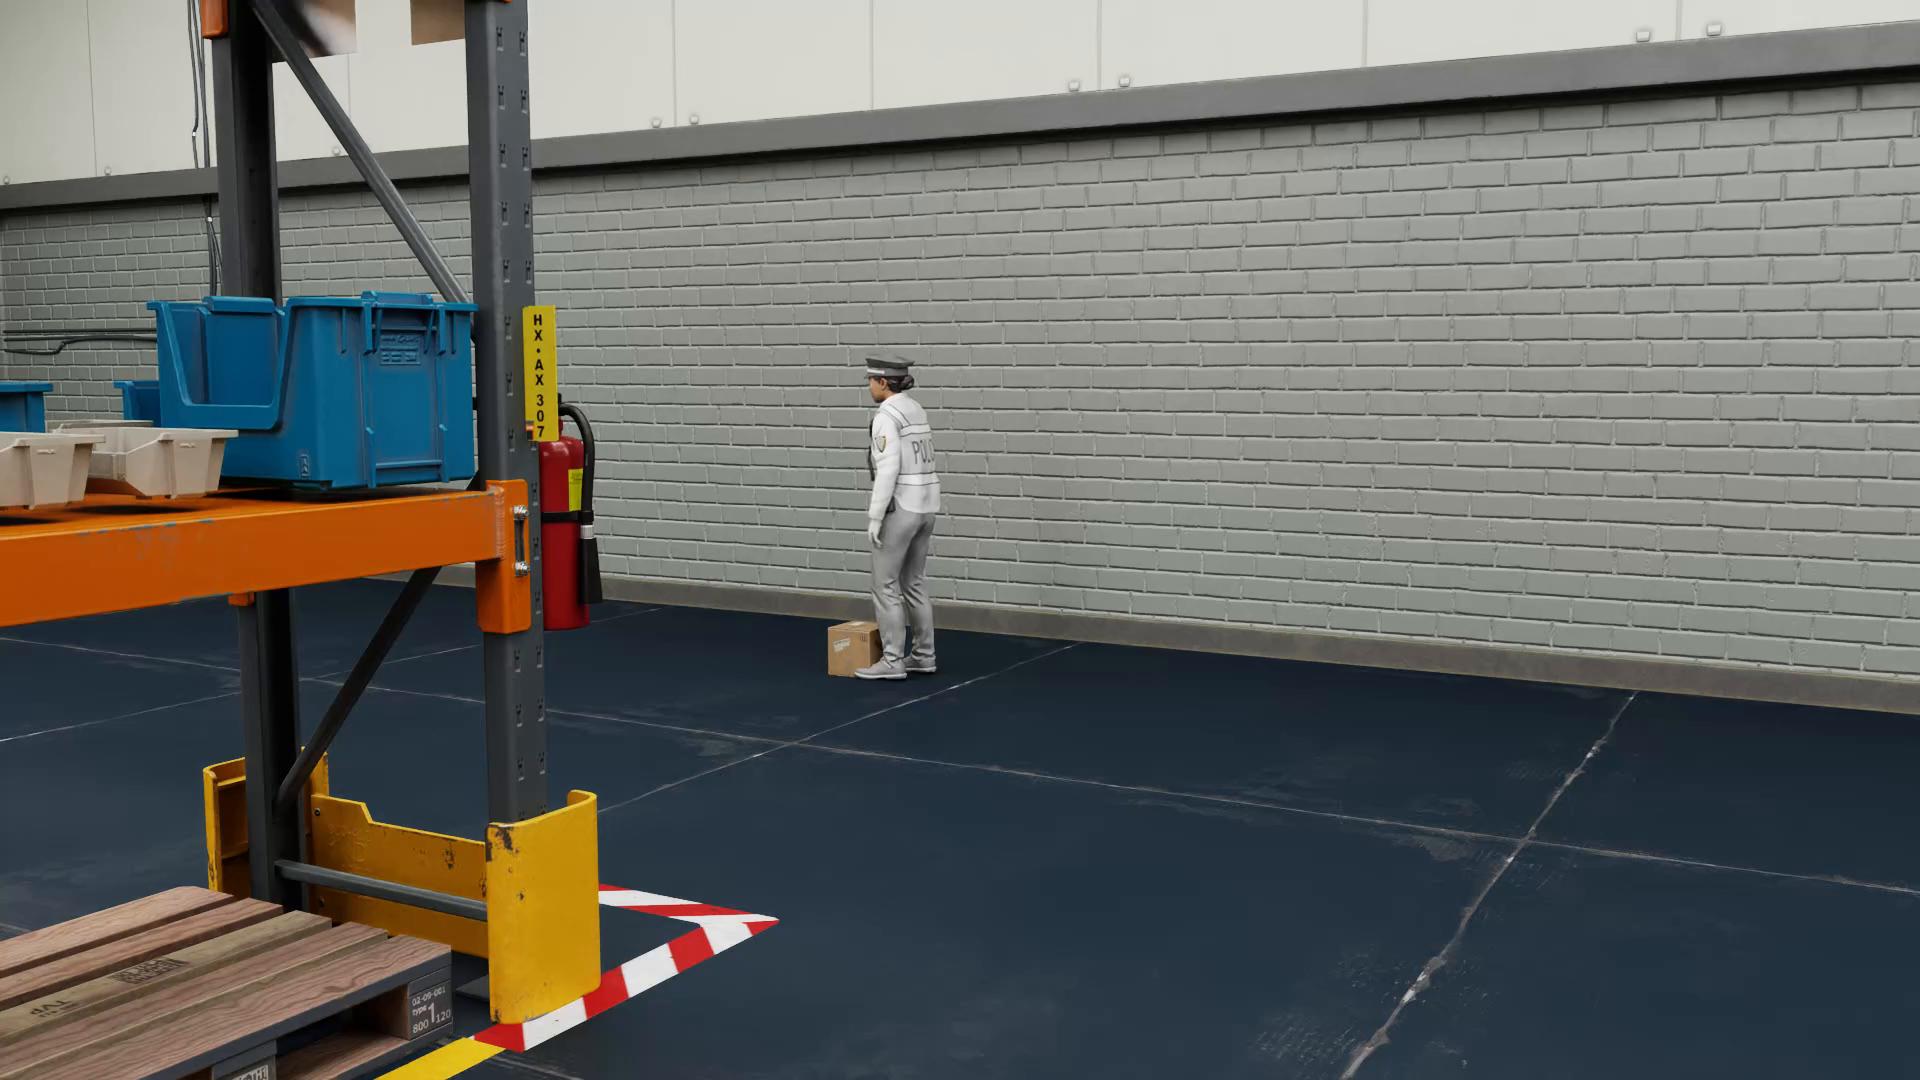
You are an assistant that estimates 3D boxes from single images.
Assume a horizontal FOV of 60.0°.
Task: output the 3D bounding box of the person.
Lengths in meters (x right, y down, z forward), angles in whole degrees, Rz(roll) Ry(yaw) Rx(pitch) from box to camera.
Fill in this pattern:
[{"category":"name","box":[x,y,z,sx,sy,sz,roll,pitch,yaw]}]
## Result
[{"category":"person","box":[-0.323,-0.121,8.482,0.411,1.666,0.547,3,7,25]}]
